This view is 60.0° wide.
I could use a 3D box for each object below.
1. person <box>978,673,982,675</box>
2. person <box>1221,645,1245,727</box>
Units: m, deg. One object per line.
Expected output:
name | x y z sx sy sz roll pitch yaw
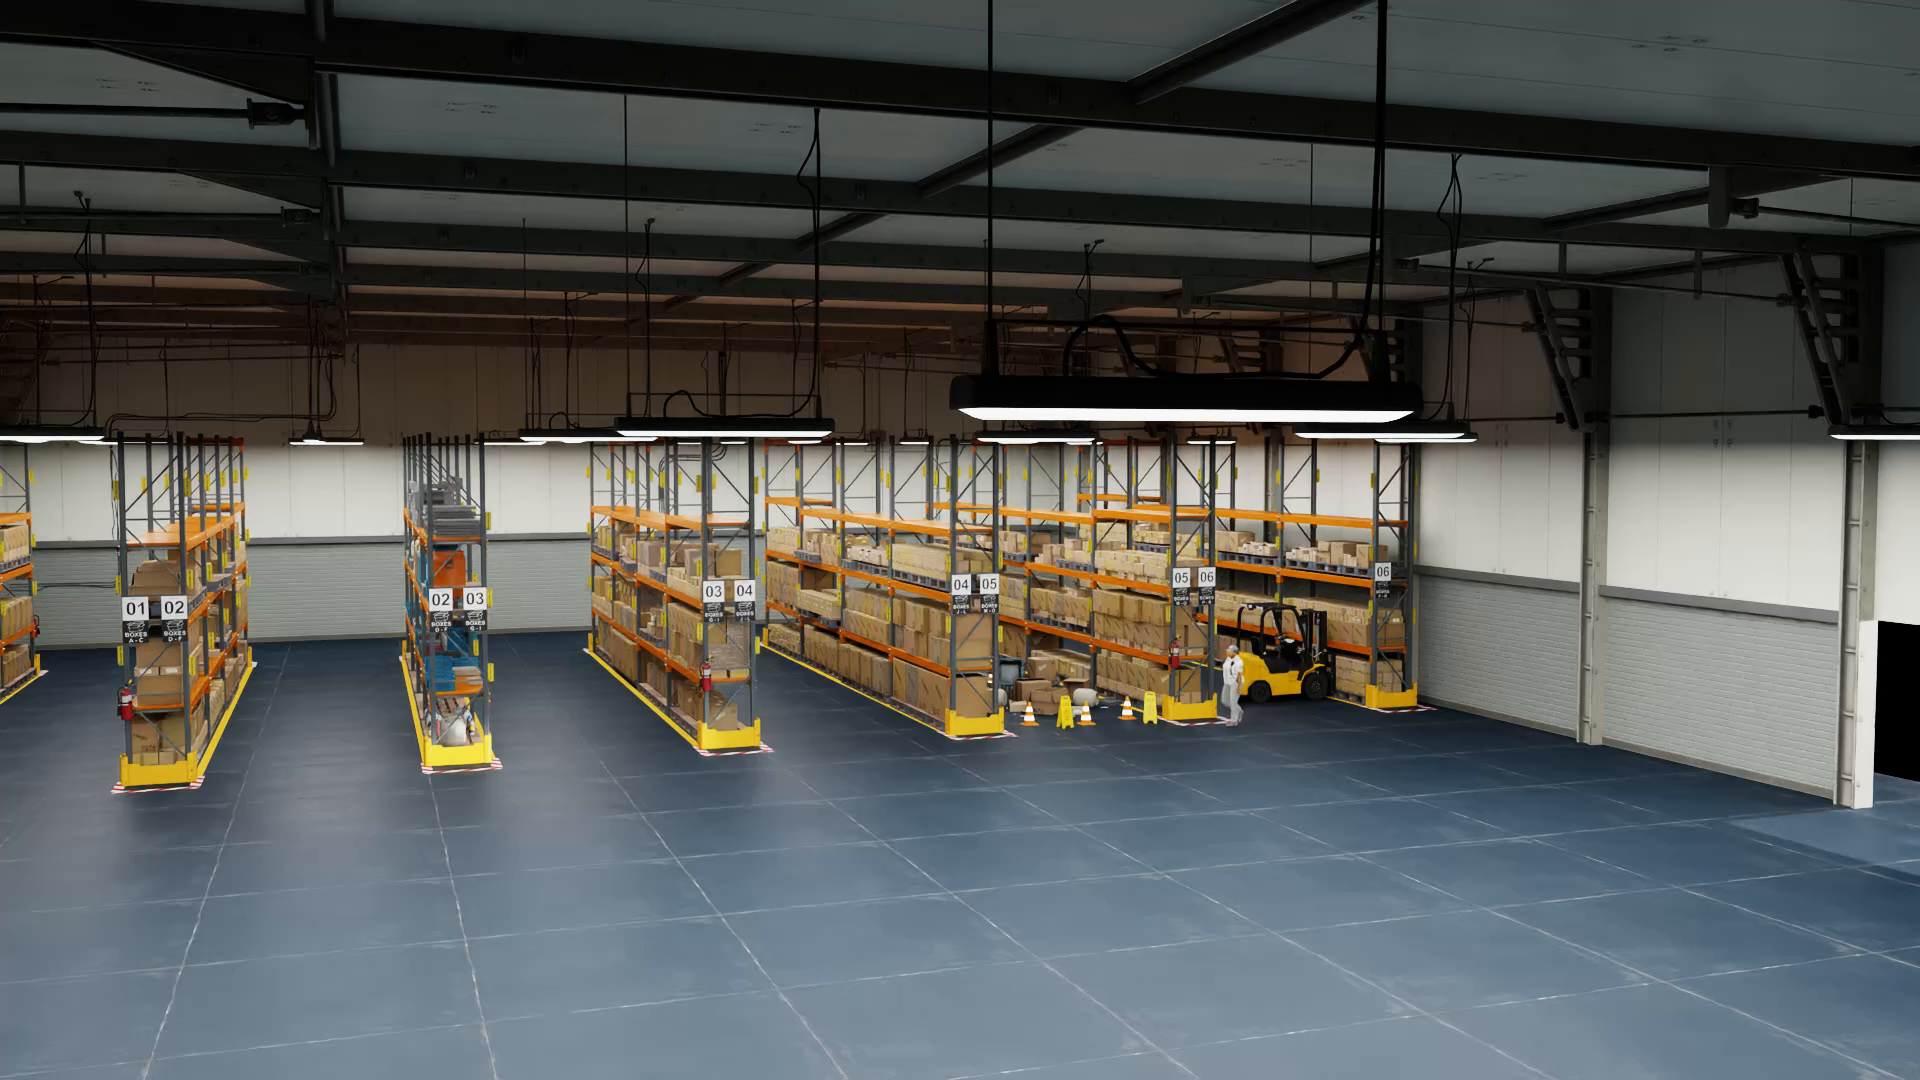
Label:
person | 0.371 2.633 41.173 0.479 1.709 0.606 -2 4 -30
person | 5.658 2.987 34.301 0.588 1.653 0.518 -2 4 -27
